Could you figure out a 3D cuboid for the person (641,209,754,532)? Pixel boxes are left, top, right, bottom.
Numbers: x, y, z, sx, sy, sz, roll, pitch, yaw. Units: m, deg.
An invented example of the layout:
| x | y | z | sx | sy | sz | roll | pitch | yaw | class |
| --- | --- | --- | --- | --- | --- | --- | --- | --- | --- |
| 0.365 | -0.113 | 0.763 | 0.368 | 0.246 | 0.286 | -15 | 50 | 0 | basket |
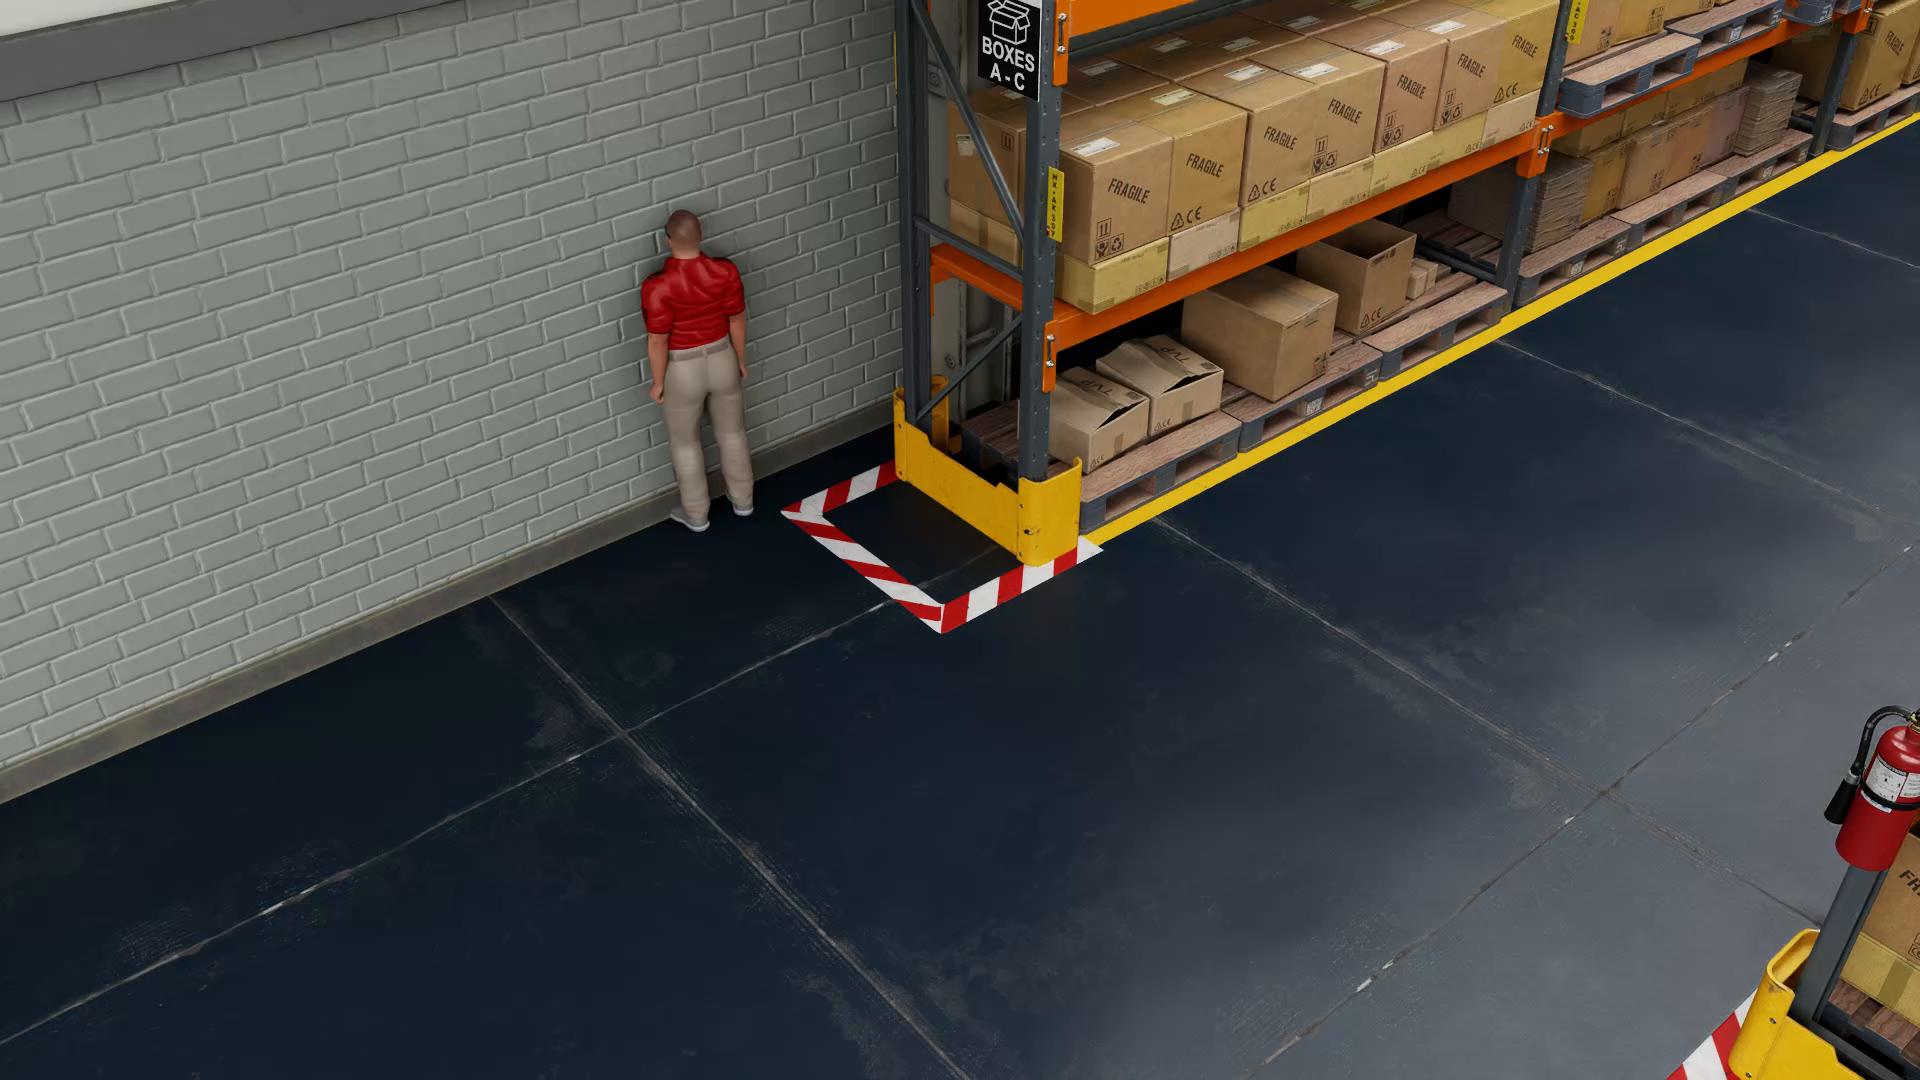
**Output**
| x | y | z | sx | sy | sz | roll | pitch | yaw | class |
| --- | --- | --- | --- | --- | --- | --- | --- | --- | --- |
| -1.310 | -0.844 | 8.268 | 0.521 | 1.730 | 0.366 | -19 | 40 | -25 | person |
